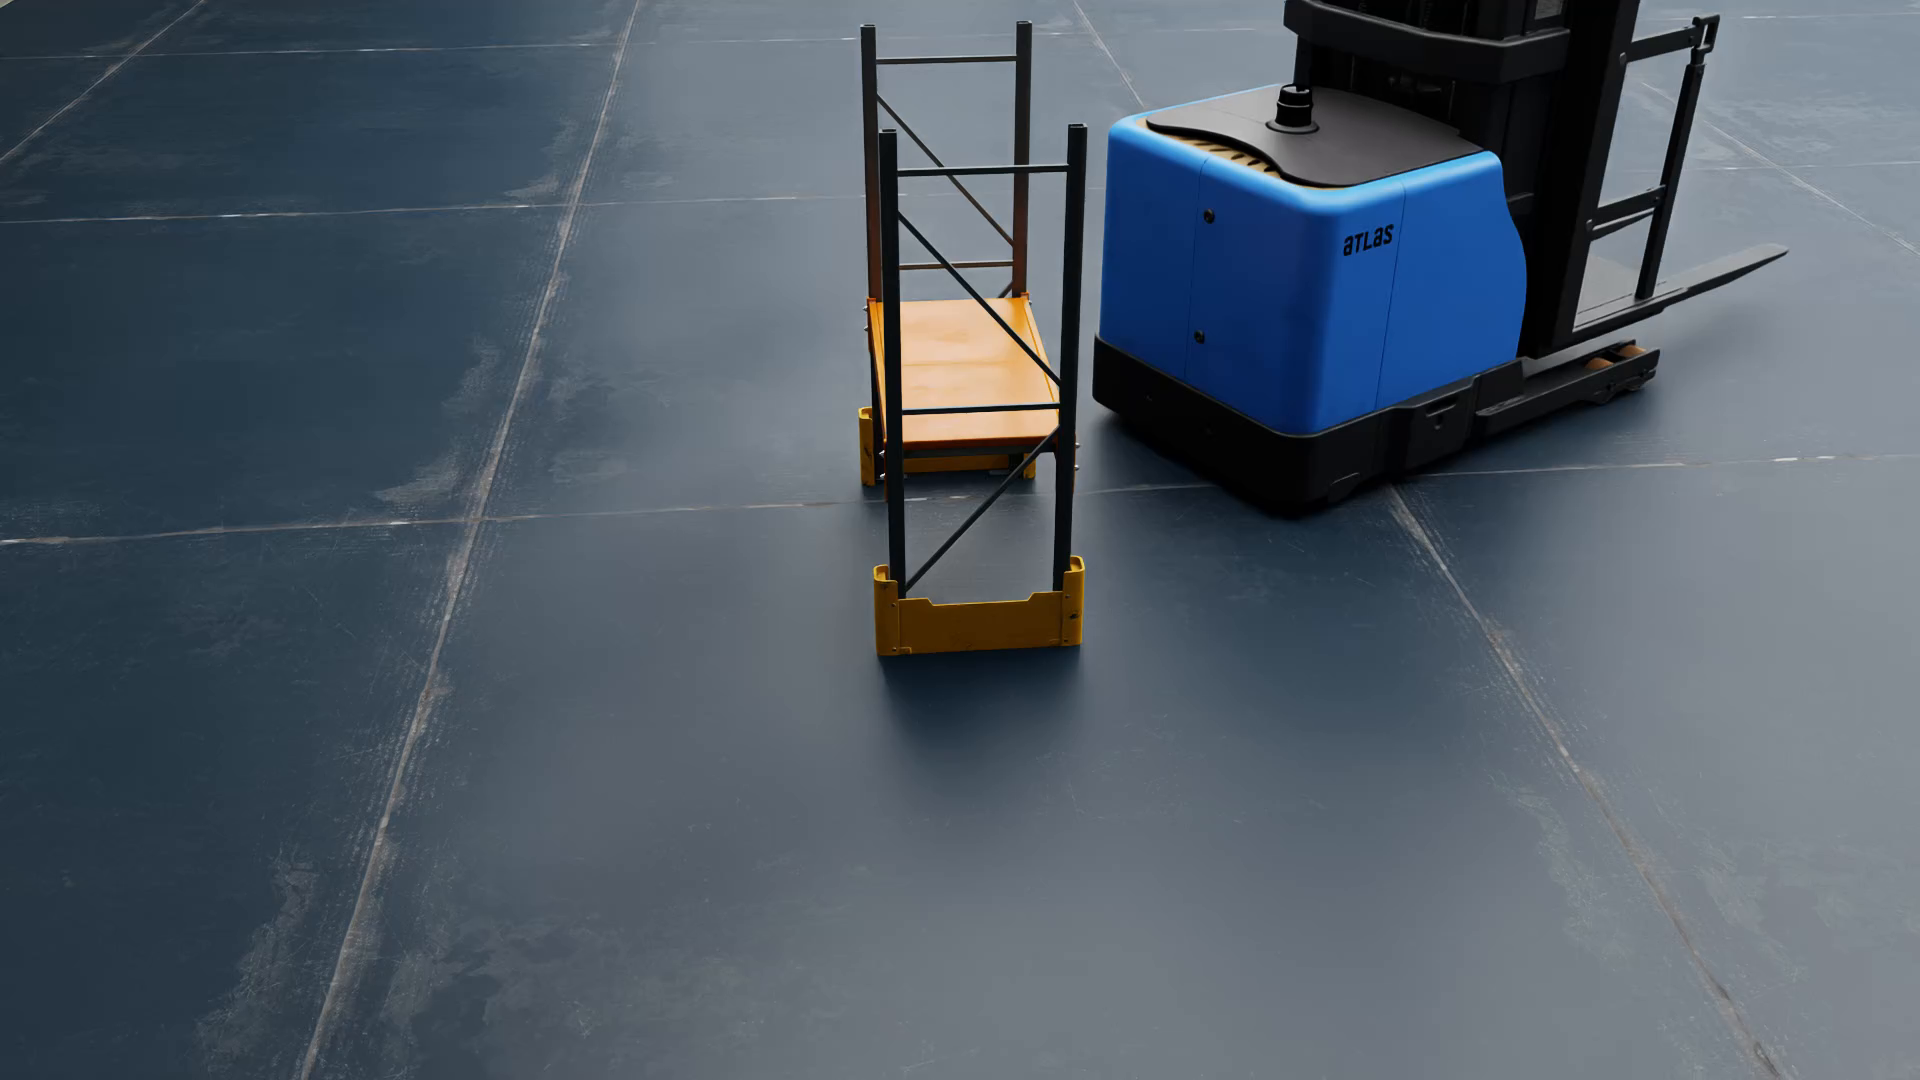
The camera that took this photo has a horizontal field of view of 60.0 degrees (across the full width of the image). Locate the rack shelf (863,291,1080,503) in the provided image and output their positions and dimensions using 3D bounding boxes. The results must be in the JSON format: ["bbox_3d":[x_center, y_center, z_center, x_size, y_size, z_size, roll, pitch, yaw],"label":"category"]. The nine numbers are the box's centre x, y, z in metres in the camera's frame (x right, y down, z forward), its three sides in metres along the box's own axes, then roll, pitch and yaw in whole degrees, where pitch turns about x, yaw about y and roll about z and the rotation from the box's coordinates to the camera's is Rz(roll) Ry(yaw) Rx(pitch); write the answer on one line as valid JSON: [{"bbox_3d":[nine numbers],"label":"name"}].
[{"bbox_3d":[0.008,-0.446,4.885,0.538,0.185,1.000,-3,31,-5],"label":"rack shelf"}]

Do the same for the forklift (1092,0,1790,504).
[{"bbox_3d":[1.973,-1.956,5.667,3.031,2.935,1.130,-20,36,-30],"label":"forklift"}]

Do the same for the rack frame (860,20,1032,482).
[{"bbox_3d":[-0.040,-0.860,5.227,0.500,1.500,0.032,-3,31,-5],"label":"rack frame"}]

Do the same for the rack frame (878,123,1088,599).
[{"bbox_3d":[0.055,-0.341,4.358,0.500,1.500,0.032,-3,31,-5],"label":"rack frame"}]

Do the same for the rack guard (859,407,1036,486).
[{"bbox_3d":[-0.039,-0.323,5.546,0.587,0.250,0.087,-3,31,-5],"label":"rack guard"}]

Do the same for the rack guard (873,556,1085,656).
[{"bbox_3d":[0.054,0.186,4.695,0.587,0.250,0.087,-3,31,-5],"label":"rack guard"}]

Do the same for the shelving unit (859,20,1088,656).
[{"bbox_3d":[0.007,-0.605,4.800,0.587,1.500,1.083,-3,31,-5],"label":"shelving unit"}]
